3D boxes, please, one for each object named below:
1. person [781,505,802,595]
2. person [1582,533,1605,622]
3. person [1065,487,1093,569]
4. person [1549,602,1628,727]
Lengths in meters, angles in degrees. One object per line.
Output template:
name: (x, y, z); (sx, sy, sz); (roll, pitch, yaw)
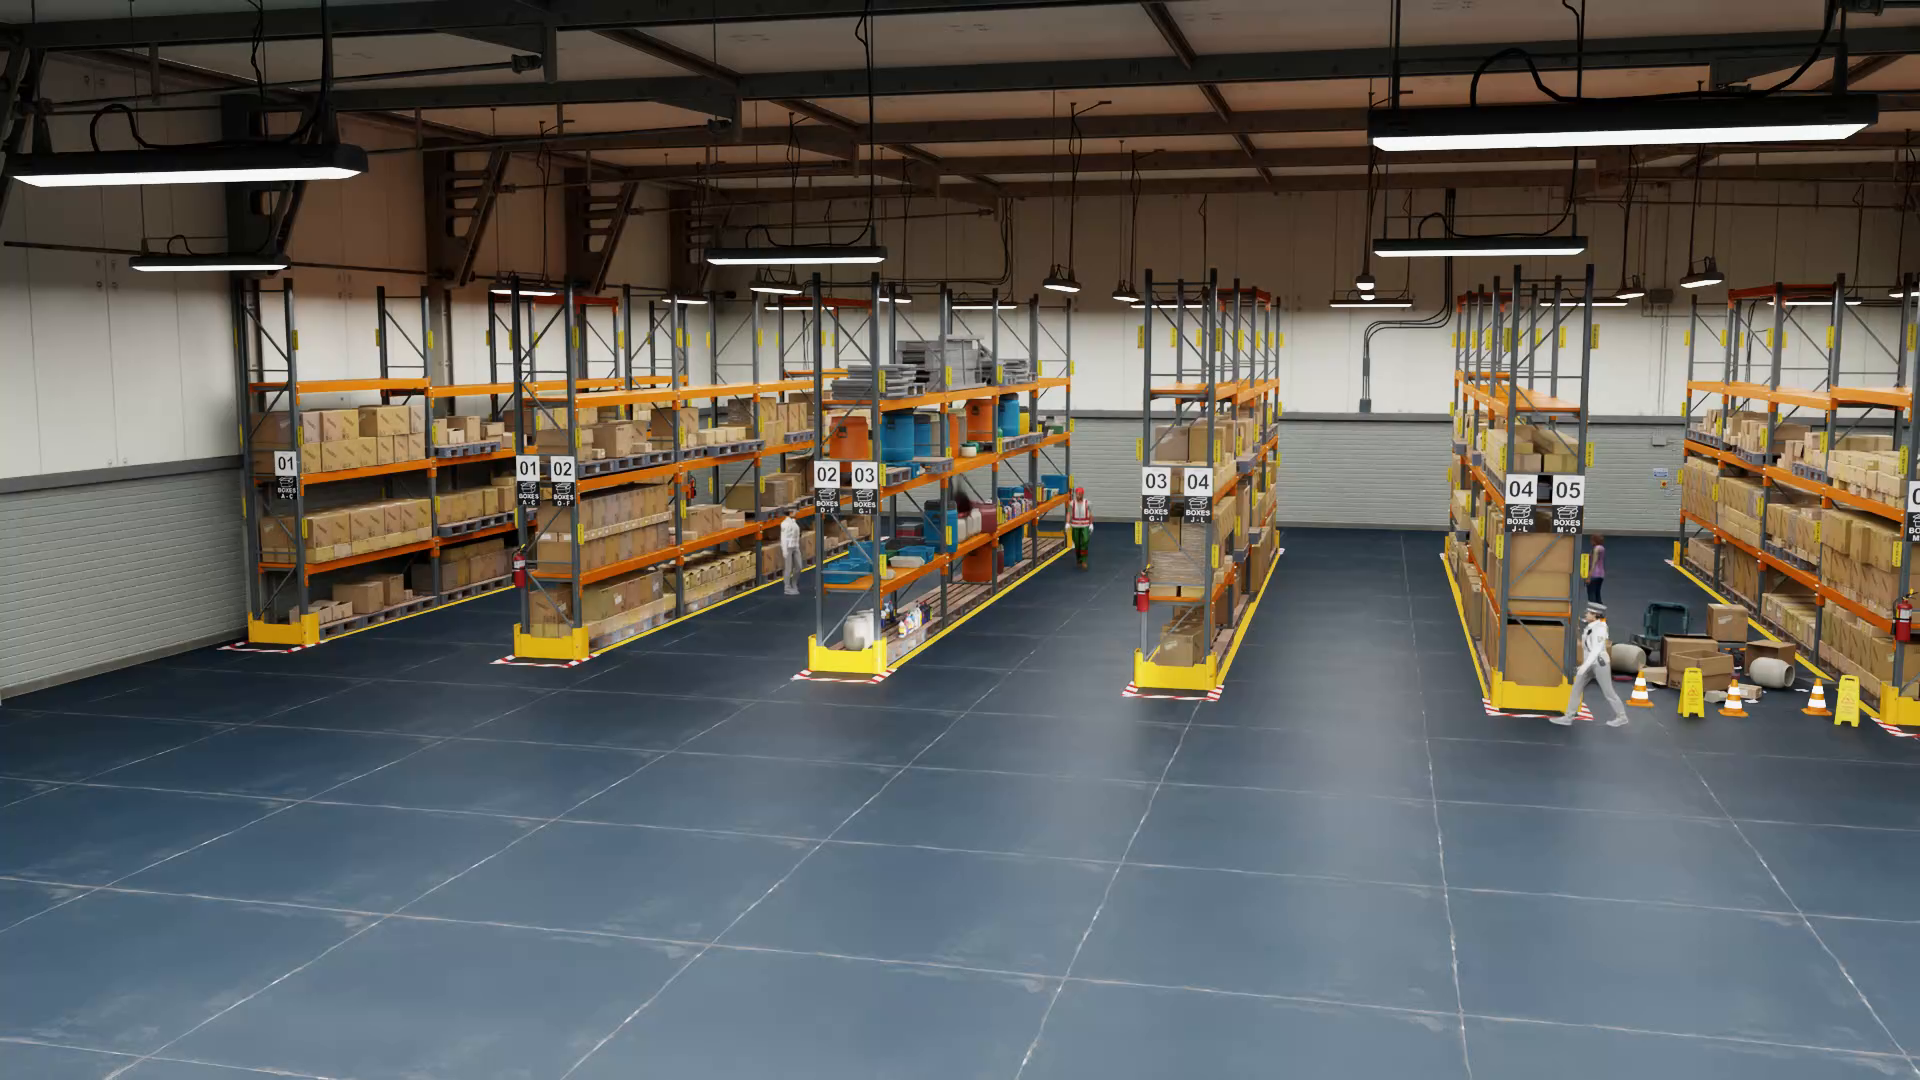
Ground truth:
person: (-3.162, 0.196, 30.963); (0.399, 1.712, 0.522); (5, 9, 38)
person: (11.301, 0.669, 29.662); (0.464, 1.612, 0.355); (-5, 9, -37)
person: (2.625, -0.291, 36.635); (0.616, 1.751, 0.939); (1, 7, 5)
person: (8.161, 1.608, 21.451); (0.972, 1.627, 0.465); (-1, 7, -9)
